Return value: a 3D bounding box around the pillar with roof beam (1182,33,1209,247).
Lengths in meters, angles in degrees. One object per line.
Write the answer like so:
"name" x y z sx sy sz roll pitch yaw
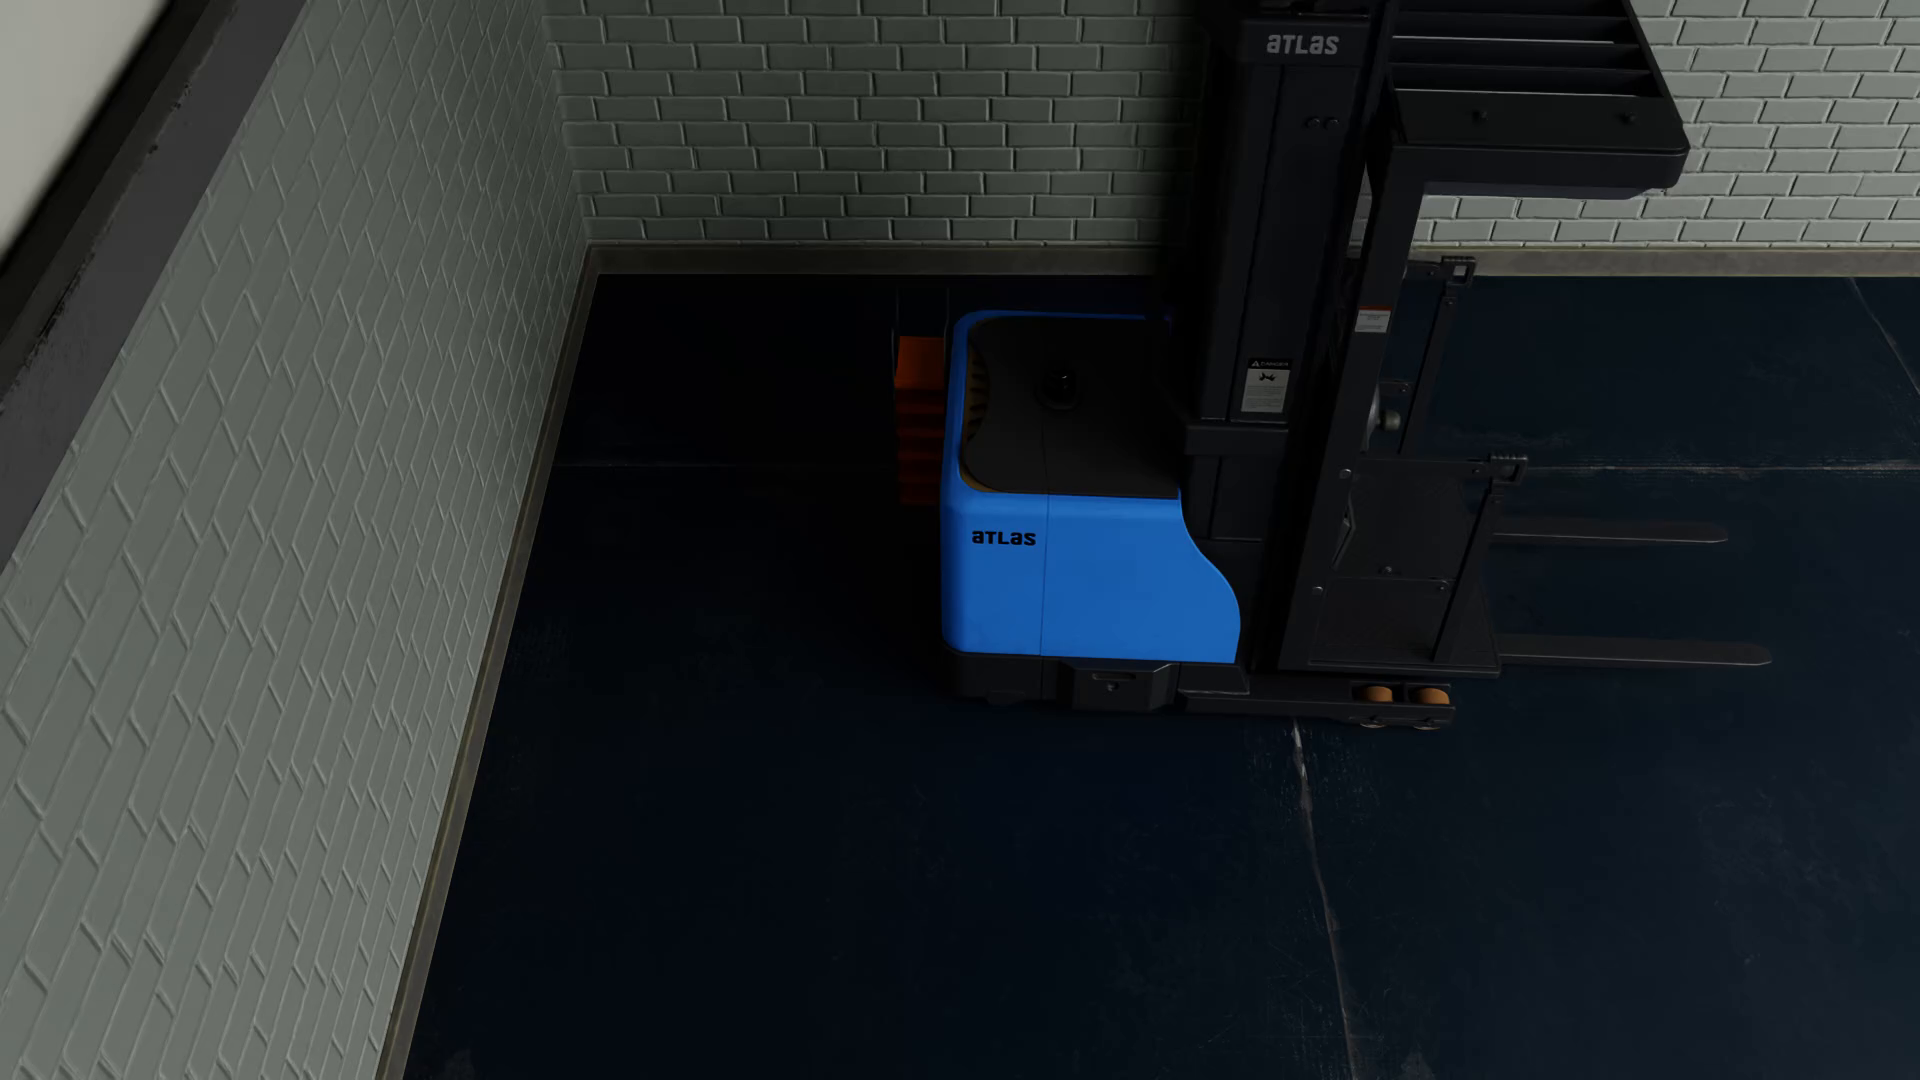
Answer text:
"pillar with roof beam" 1.231 -1.091 1.617 0.400 9.000 9.100 0 47 0

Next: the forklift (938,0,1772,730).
"forklift" 1.455 -0.705 5.403 3.031 2.935 1.130 2 47 2

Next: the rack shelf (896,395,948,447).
"rack shelf" -0.141 -0.468 6.263 0.180 0.103 0.258 2 47 2

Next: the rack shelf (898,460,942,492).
"rack shelf" -0.141 -0.305 6.439 0.180 0.103 0.258 2 47 2

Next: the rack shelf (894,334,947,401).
"rack shelf" -0.141 -0.632 6.087 0.180 0.103 0.258 2 47 2

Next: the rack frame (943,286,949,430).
"rack frame" -0.050 -0.413 6.315 0.006 1.200 0.240 2 47 2

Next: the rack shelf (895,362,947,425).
"rack shelf" -0.141 -0.550 6.175 0.180 0.103 0.258 2 47 2

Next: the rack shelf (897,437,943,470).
"rack shelf" -0.141 -0.386 6.351 0.180 0.103 0.258 2 47 2

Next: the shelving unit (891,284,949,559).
"shelving unit" -0.141 -0.417 6.318 0.189 1.200 0.258 2 47 2

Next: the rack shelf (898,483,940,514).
"rack shelf" -0.141 -0.223 6.526 0.180 0.103 0.258 2 47 2

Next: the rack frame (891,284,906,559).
"rack frame" -0.232 -0.420 6.321 0.006 1.200 0.240 2 47 2
